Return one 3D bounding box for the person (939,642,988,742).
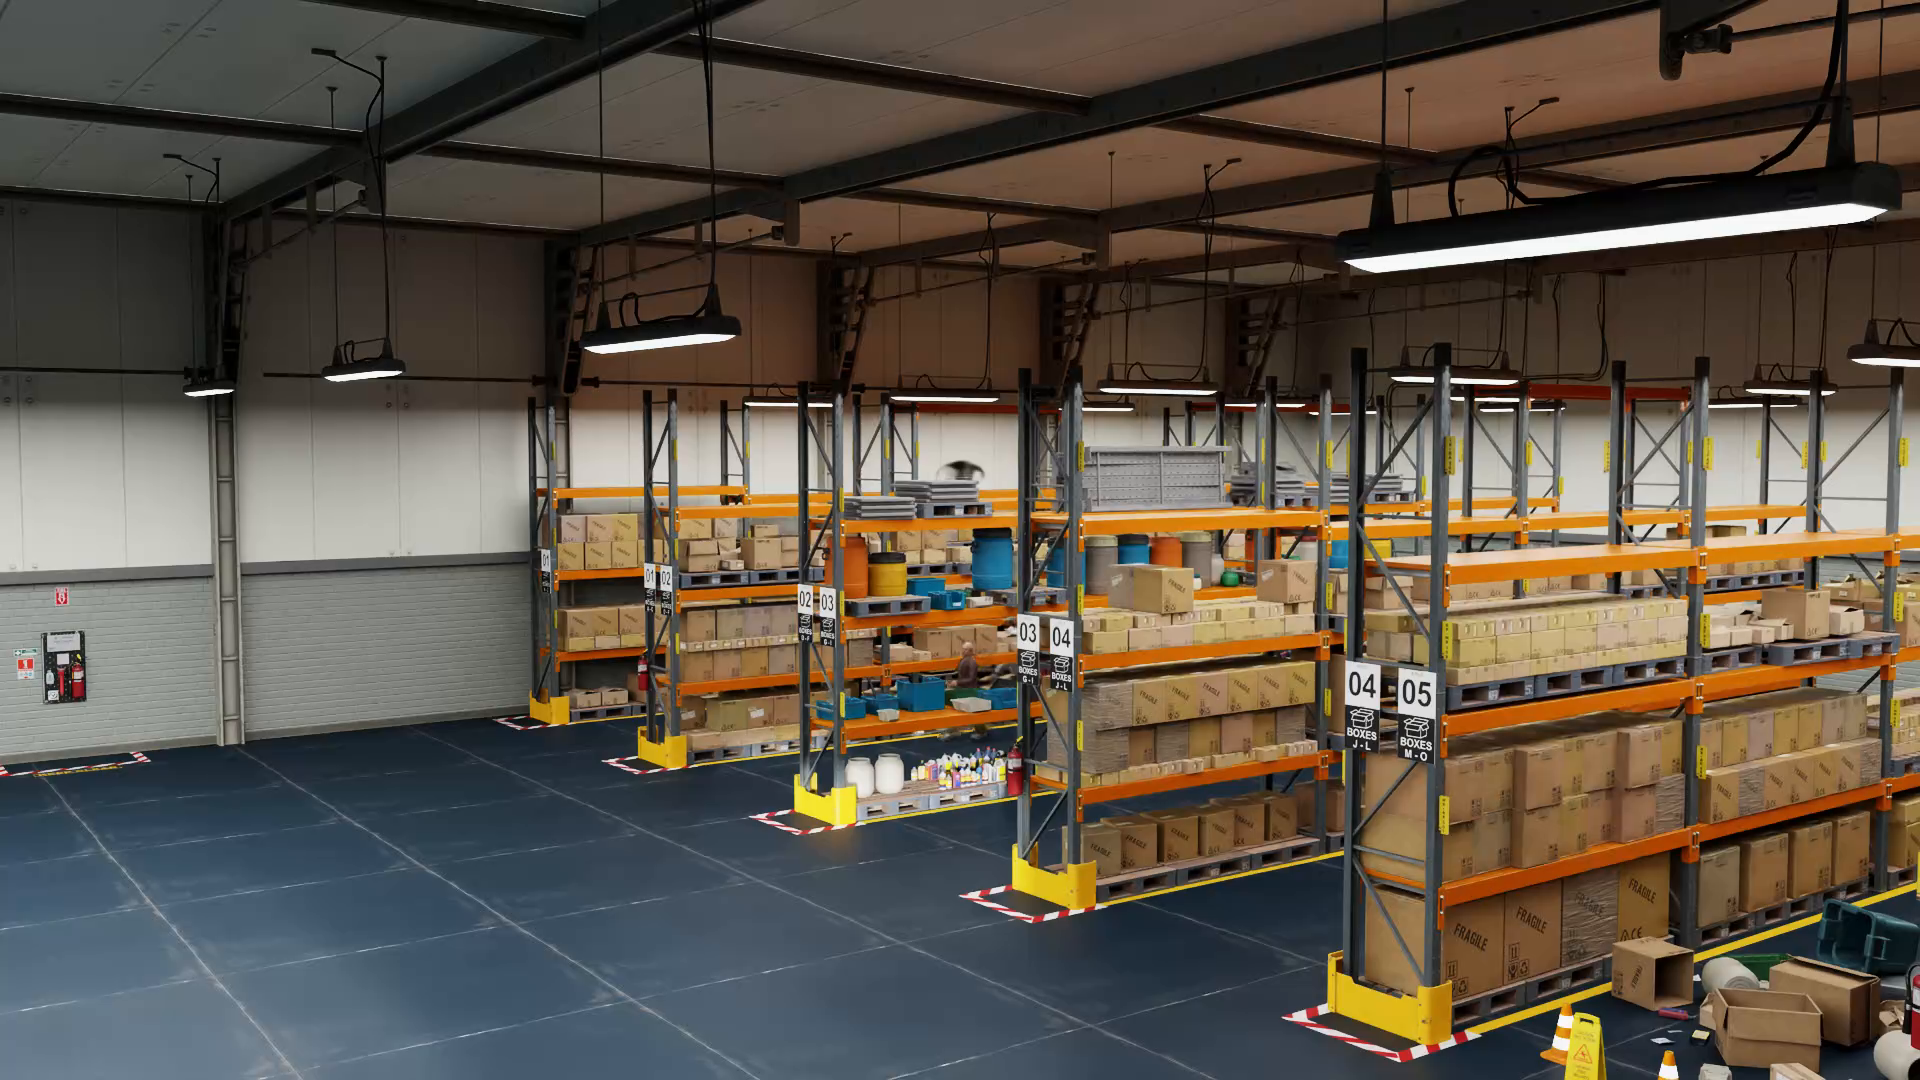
[{"bbox_3d":[0.130,2.595,28.360,0.901,1.749,0.751,-2,4,-31],"label":"person"}]

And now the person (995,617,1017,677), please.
[{"bbox_3d":[1.027,2.368,33.507,0.726,1.702,0.581,-3,4,-39],"label":"person"}]
